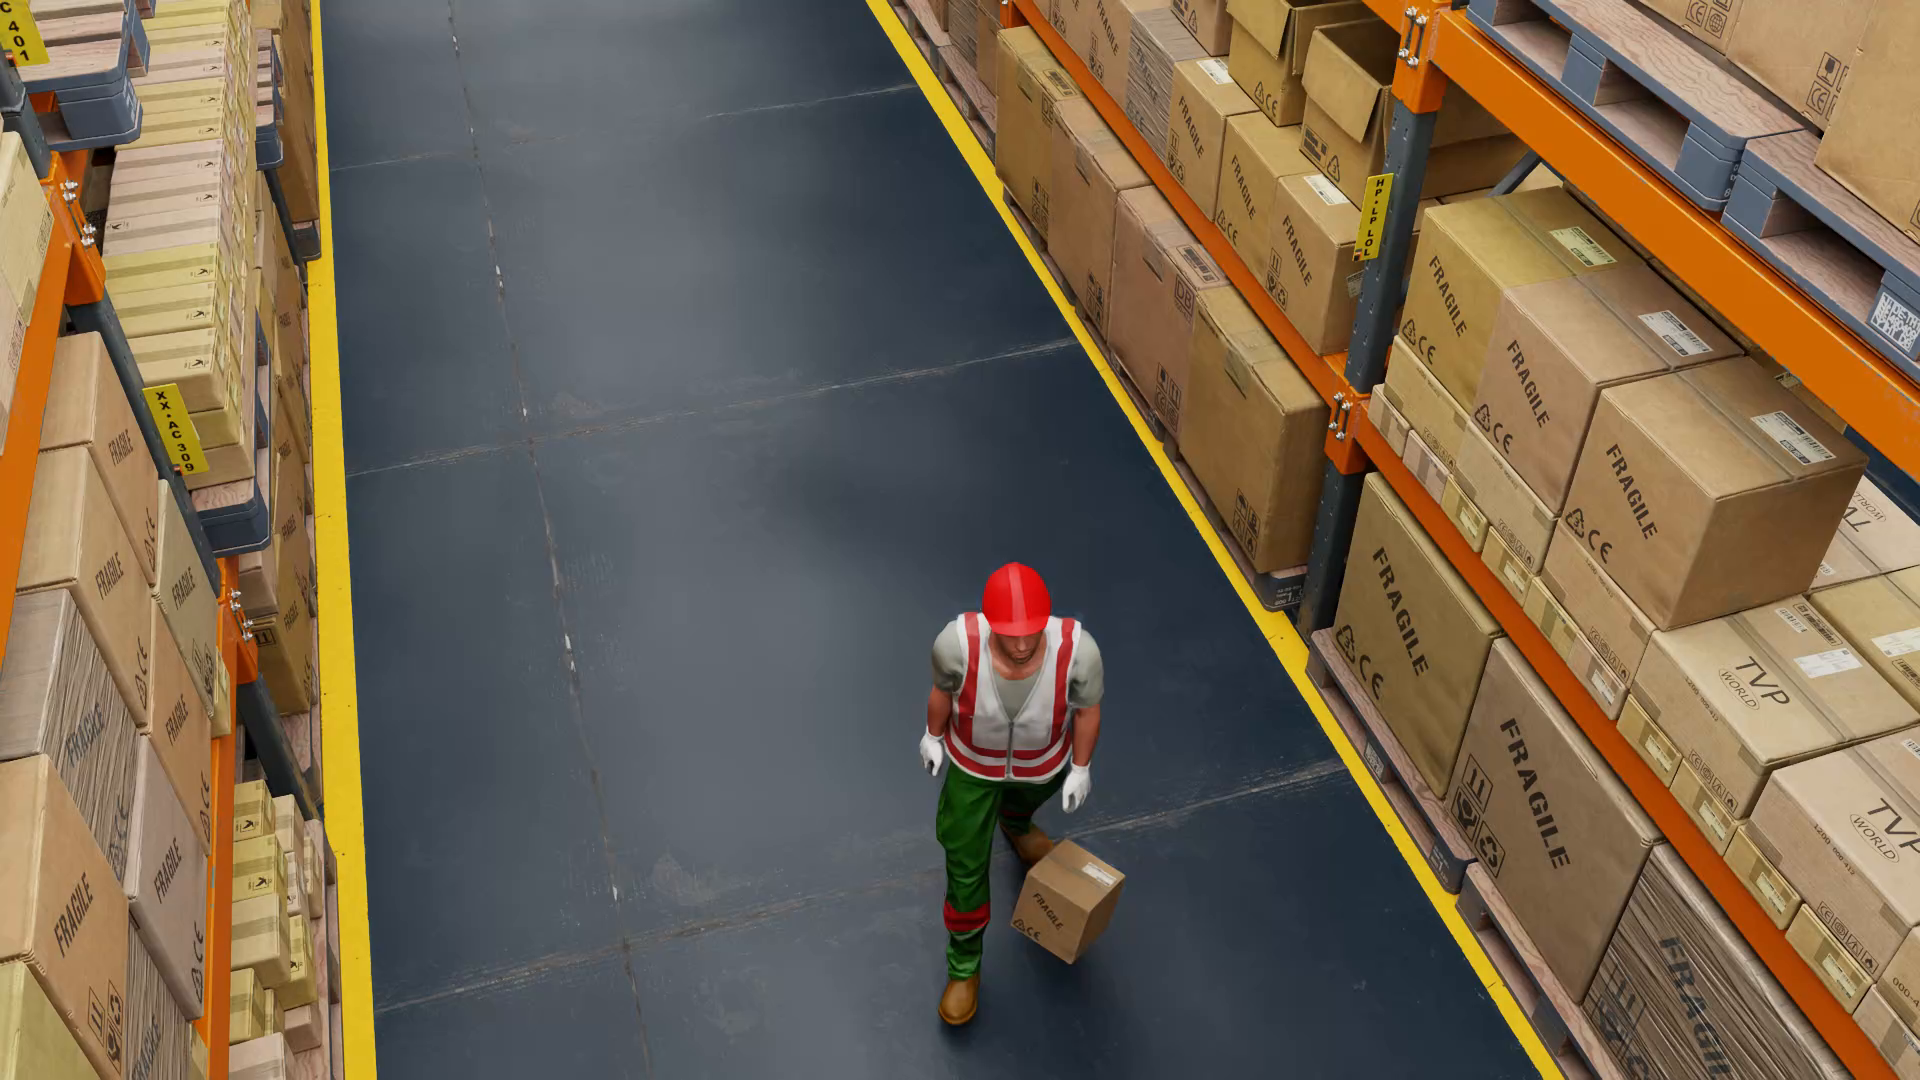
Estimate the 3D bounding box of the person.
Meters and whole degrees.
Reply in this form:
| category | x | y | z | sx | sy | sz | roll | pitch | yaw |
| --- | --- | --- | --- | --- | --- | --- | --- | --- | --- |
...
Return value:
| category | x | y | z | sx | sy | sz | roll | pitch | yaw |
| --- | --- | --- | --- | --- | --- | --- | --- | --- | --- |
| person | 0.159 | 0.721 | 5.356 | 0.578 | 1.748 | 0.950 | -1 | 42 | -1 |
